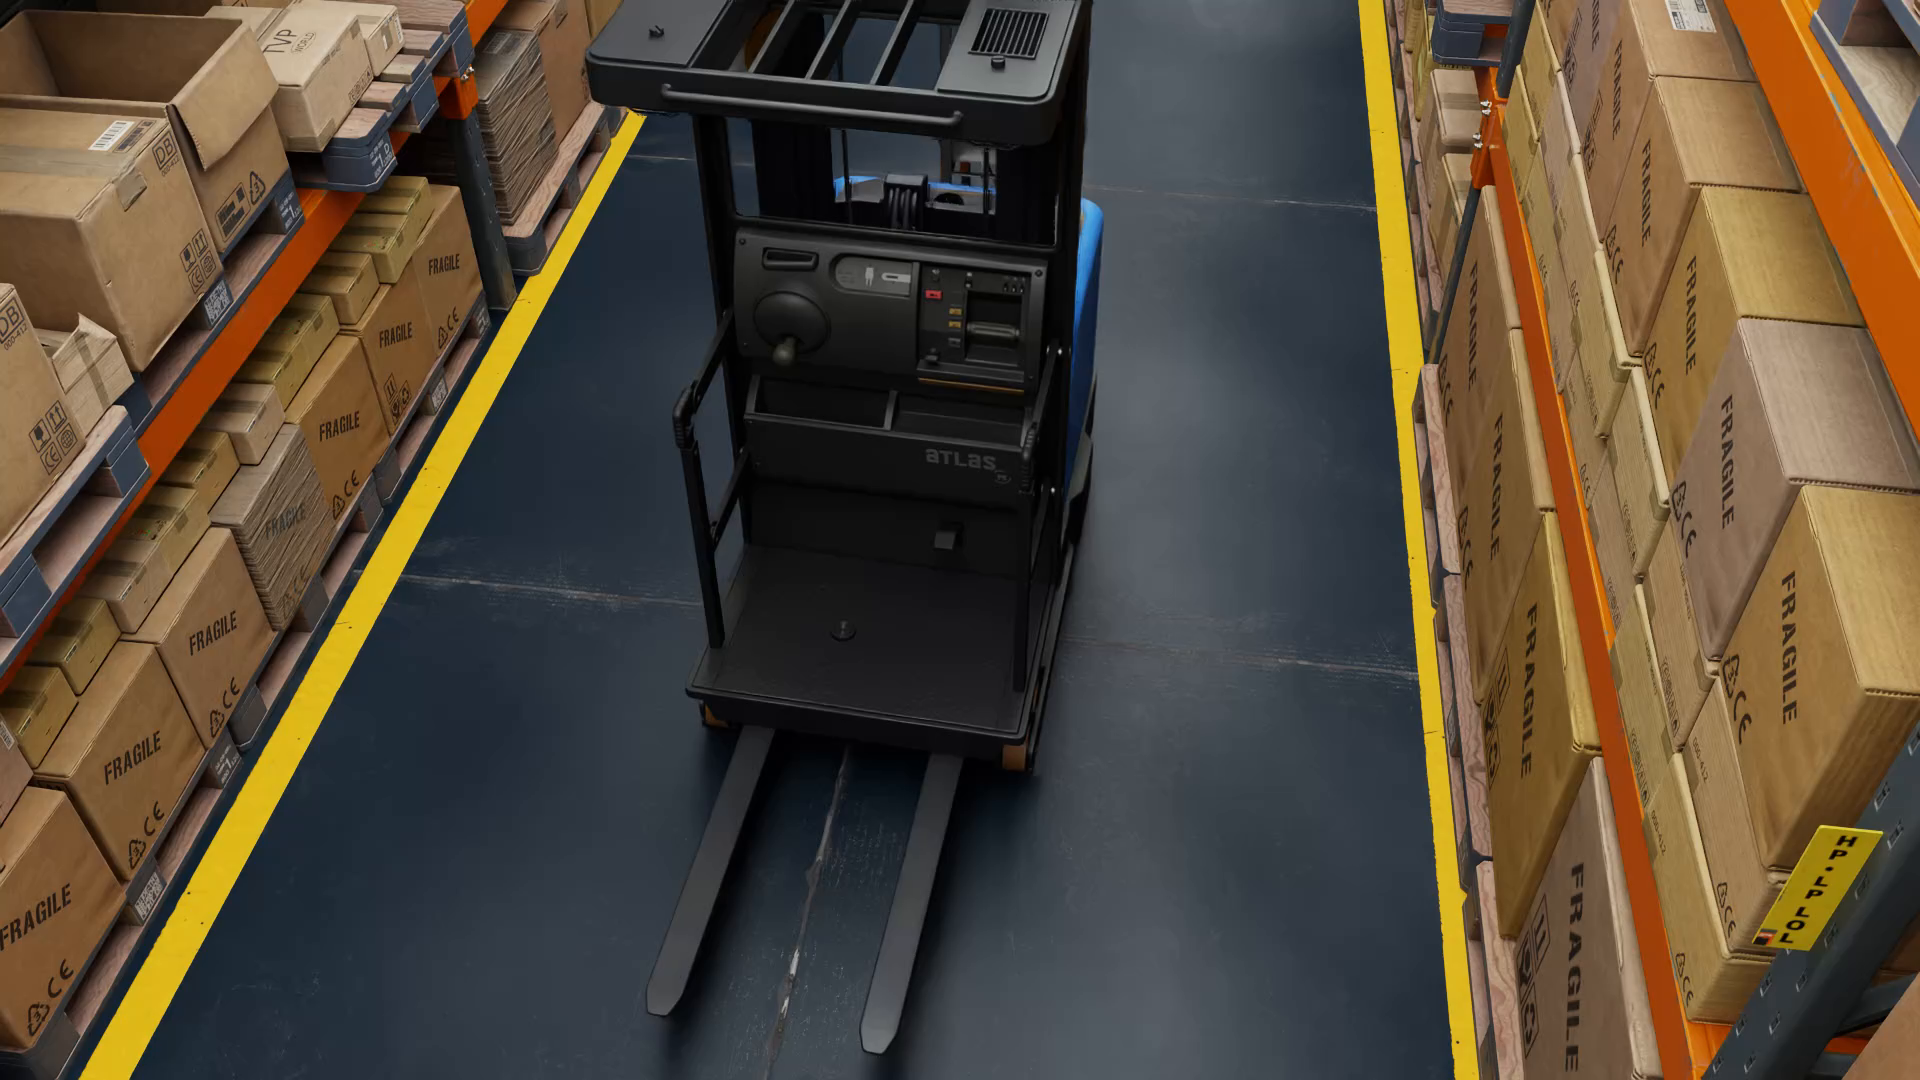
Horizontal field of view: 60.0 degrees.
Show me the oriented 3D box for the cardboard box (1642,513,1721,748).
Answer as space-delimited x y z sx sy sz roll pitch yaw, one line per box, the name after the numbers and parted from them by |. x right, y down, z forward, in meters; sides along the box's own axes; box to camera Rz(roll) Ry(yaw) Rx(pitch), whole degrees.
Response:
1.799 0.210 3.592 0.500 0.250 0.500 6 44 7 | cardboard box

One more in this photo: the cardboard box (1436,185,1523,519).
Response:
2.278 -0.643 5.987 0.875 0.875 0.875 5 44 5 | cardboard box

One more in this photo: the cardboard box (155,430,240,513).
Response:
-2.569 -0.231 5.353 0.380 0.149 0.250 5 44 6 | cardboard box

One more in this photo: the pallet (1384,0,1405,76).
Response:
2.879 -2.908 9.168 1.003 0.211 1.213 5 44 6 | pallet

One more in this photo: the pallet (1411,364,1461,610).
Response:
2.273 -0.182 6.289 1.003 0.211 1.213 5 44 6 | pallet

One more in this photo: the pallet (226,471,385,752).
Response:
-2.769 0.173 5.914 1.003 0.211 1.213 5 44 6 | pallet

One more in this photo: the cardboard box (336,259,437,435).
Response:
-2.388 -0.771 6.395 0.500 0.500 0.500 5 44 5 | cardboard box

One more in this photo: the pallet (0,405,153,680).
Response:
-2.784 0.087 4.116 1.003 0.211 1.213 5 44 6 | pallet

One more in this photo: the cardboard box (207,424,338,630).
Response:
-2.505 -0.058 5.642 0.500 0.500 0.500 4 44 4 | cardboard box

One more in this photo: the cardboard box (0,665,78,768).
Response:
-2.704 0.480 4.602 0.380 0.149 0.250 3 44 3 | cardboard box

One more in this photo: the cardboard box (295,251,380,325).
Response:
-2.367 -0.930 6.092 0.380 0.149 0.250 4 44 4 | cardboard box

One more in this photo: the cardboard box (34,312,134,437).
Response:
-2.434 -0.463 4.350 0.396 0.266 0.258 7 44 8 | cardboard box

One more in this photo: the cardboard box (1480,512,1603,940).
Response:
2.037 0.574 4.702 0.875 0.875 0.875 6 44 7 | cardboard box

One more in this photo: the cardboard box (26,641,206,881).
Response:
-2.650 0.634 4.911 0.500 0.500 0.500 5 44 5 | cardboard box

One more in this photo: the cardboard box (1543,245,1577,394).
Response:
2.012 -0.652 4.865 0.500 0.250 0.500 7 44 7 | cardboard box

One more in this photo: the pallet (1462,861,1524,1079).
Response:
1.950 1.481 4.533 1.003 0.211 1.213 5 44 6 | pallet

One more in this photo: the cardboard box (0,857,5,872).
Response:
-2.687 0.852 4.210 0.380 0.149 0.250 7 44 7 | cardboard box

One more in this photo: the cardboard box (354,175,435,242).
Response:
-2.283 -1.295 6.476 0.380 0.149 0.250 3 44 3 | cardboard box

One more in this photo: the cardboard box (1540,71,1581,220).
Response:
2.070 -1.177 5.057 0.500 0.250 0.500 6 44 7 | cardboard box

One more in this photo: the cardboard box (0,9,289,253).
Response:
-2.502 -1.235 4.992 0.797 0.503 0.637 4 44 5 | cardboard box

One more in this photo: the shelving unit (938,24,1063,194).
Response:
0.170 -1.499 6.298 0.431 2.100 0.503 6 43 7 | shelving unit

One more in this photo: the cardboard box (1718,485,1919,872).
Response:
1.733 0.274 2.979 0.500 0.500 0.500 7 44 7 | cardboard box

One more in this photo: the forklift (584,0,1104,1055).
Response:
-0.249 -0.586 4.737 1.130 2.935 3.031 7 44 8 | forklift

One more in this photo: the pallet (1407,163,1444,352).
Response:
2.556 -1.245 7.411 1.003 0.211 1.213 5 44 6 | pallet

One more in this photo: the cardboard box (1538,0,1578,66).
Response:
2.144 -1.811 5.181 0.500 0.500 0.500 4 44 4 | cardboard box

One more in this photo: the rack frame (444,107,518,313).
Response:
-2.469 -2.174 6.364 1.000 3.000 0.127 5 44 6 | rack frame

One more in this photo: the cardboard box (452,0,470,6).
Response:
-2.168 -2.400 6.712 0.500 0.250 0.500 5 44 6 | cardboard box

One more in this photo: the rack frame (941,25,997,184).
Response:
0.132 -1.337 6.120 0.400 2.100 0.015 6 43 7 | rack frame

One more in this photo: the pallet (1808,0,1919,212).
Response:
1.995 -0.648 2.710 0.805 0.209 1.217 4 44 4 | pallet

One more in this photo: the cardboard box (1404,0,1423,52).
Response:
2.822 -2.802 8.633 0.950 0.372 0.625 8 44 8 | cardboard box

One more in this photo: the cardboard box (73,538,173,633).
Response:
-2.611 0.125 4.977 0.380 0.149 0.250 5 44 5 | cardboard box

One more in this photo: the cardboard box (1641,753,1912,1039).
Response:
1.732 0.727 3.410 0.500 0.250 0.500 4 44 5 | cardboard box

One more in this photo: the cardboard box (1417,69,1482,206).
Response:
2.626 -1.811 7.587 0.950 0.372 0.625 4 44 5 | cardboard box

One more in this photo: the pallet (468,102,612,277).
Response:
-2.322 -1.719 7.912 1.003 0.211 1.213 5 44 6 | pallet

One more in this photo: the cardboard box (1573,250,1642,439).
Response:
1.912 -0.494 4.336 0.500 0.250 0.500 6 44 6 | cardboard box

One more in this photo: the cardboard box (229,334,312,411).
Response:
-2.480 -0.584 5.726 0.380 0.149 0.250 5 44 5 | cardboard box

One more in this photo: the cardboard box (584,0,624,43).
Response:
-2.206 -2.793 8.440 0.875 0.625 0.625 4 44 4 | cardboard box

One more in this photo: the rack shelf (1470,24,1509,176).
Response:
2.716 -2.827 7.577 1.077 0.370 4.000 5 44 6 | rack shelf

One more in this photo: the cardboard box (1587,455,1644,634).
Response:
1.886 0.038 4.138 0.500 0.250 0.500 4 44 4 | cardboard box

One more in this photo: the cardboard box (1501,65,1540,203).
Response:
2.137 -1.360 5.614 0.500 0.250 0.500 5 44 5 | cardboard box

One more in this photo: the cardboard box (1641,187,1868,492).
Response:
1.880 -0.423 3.715 0.500 0.500 0.500 6 44 7 | cardboard box

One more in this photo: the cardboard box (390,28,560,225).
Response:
-2.373 -1.888 7.484 0.875 0.625 0.625 7 44 7 | cardboard box

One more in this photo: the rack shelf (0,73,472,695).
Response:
-2.733 -0.550 5.172 1.077 0.370 4.000 5 44 6 | rack shelf

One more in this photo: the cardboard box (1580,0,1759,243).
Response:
2.004 -1.121 4.452 0.500 0.500 0.500 6 44 7 | cardboard box

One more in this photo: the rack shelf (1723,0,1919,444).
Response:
2.187 -1.190 3.667 1.077 0.370 4.000 5 44 6 | rack shelf

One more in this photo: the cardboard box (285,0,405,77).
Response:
-2.176 -1.753 5.797 0.380 0.149 0.250 6 44 6 | cardboard box
